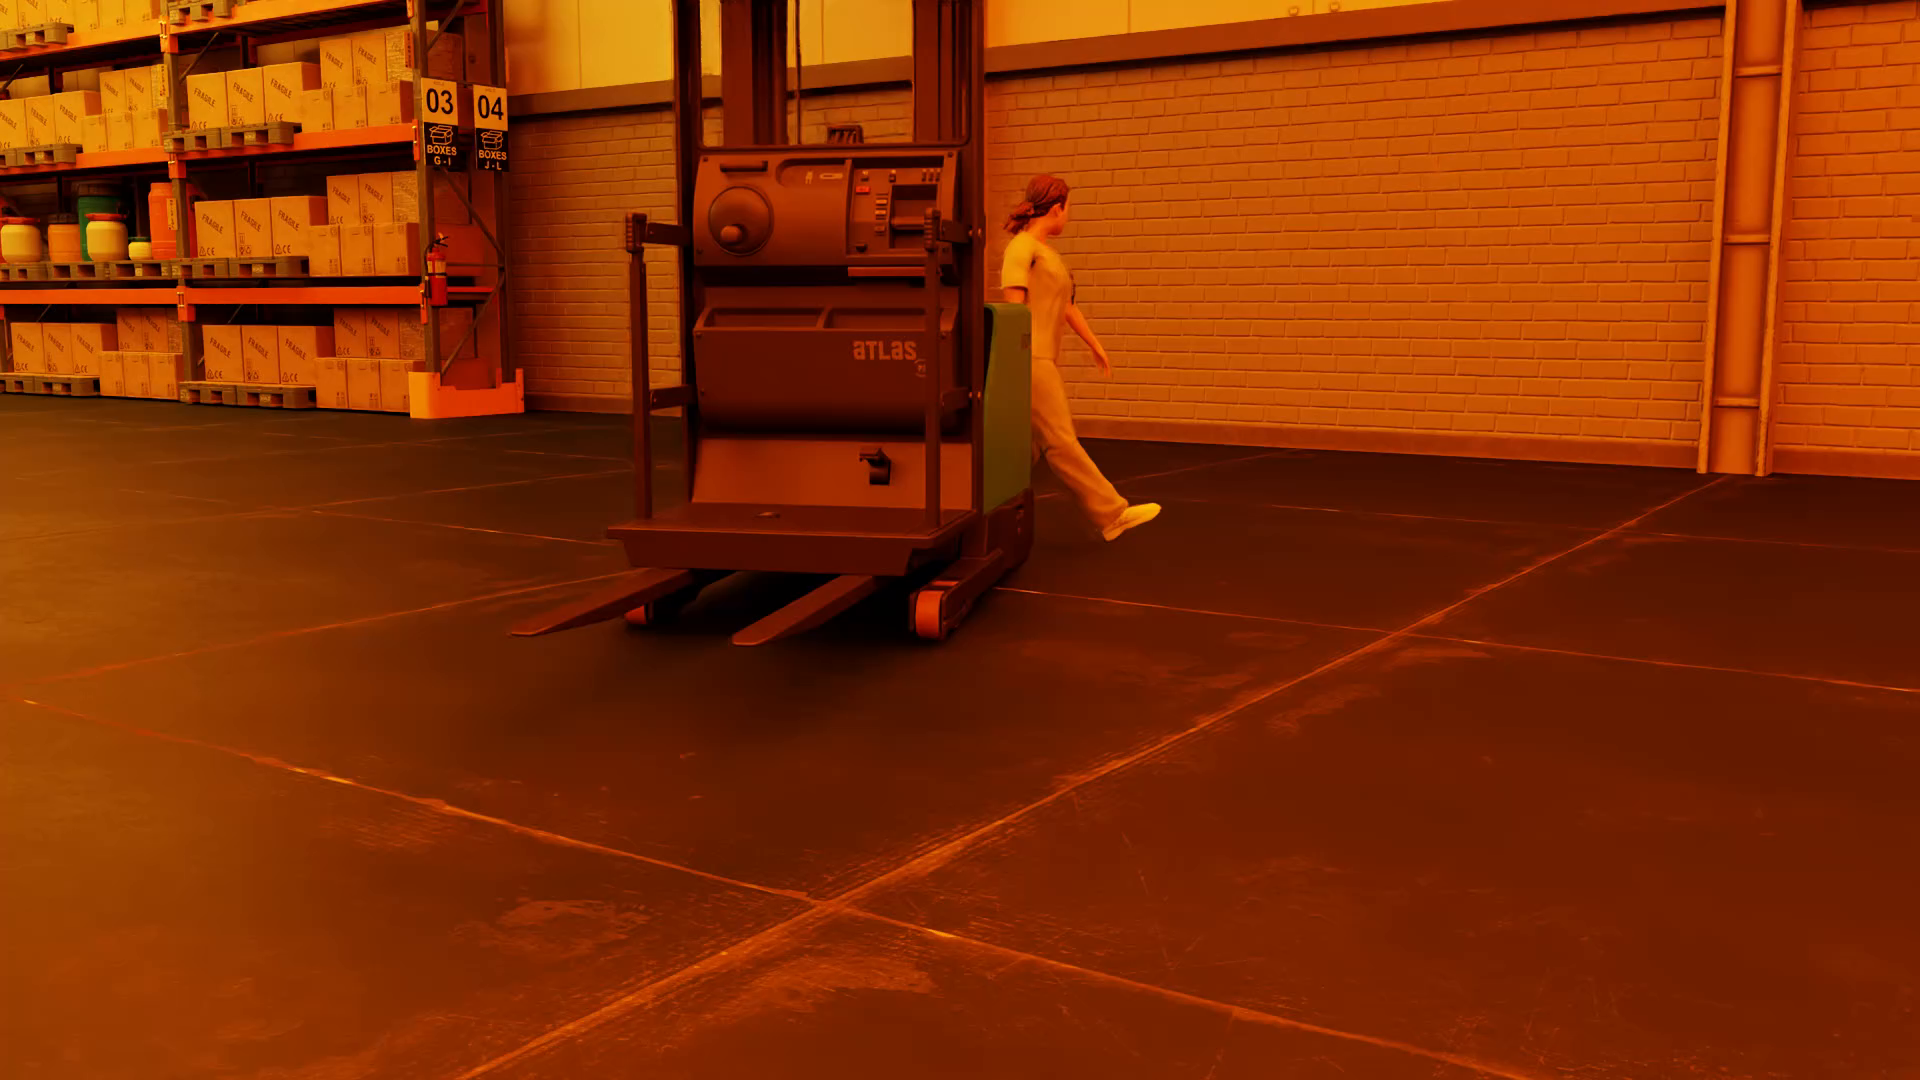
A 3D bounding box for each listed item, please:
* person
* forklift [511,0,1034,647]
[{"bbox_3d":[0.438,-0.771,7.257,0.910,1.629,0.620,2,8,13],"label":"person"},{"bbox_3d":[-0.512,-1.186,5.531,1.130,2.935,3.031,2,8,12],"label":"forklift"}]
